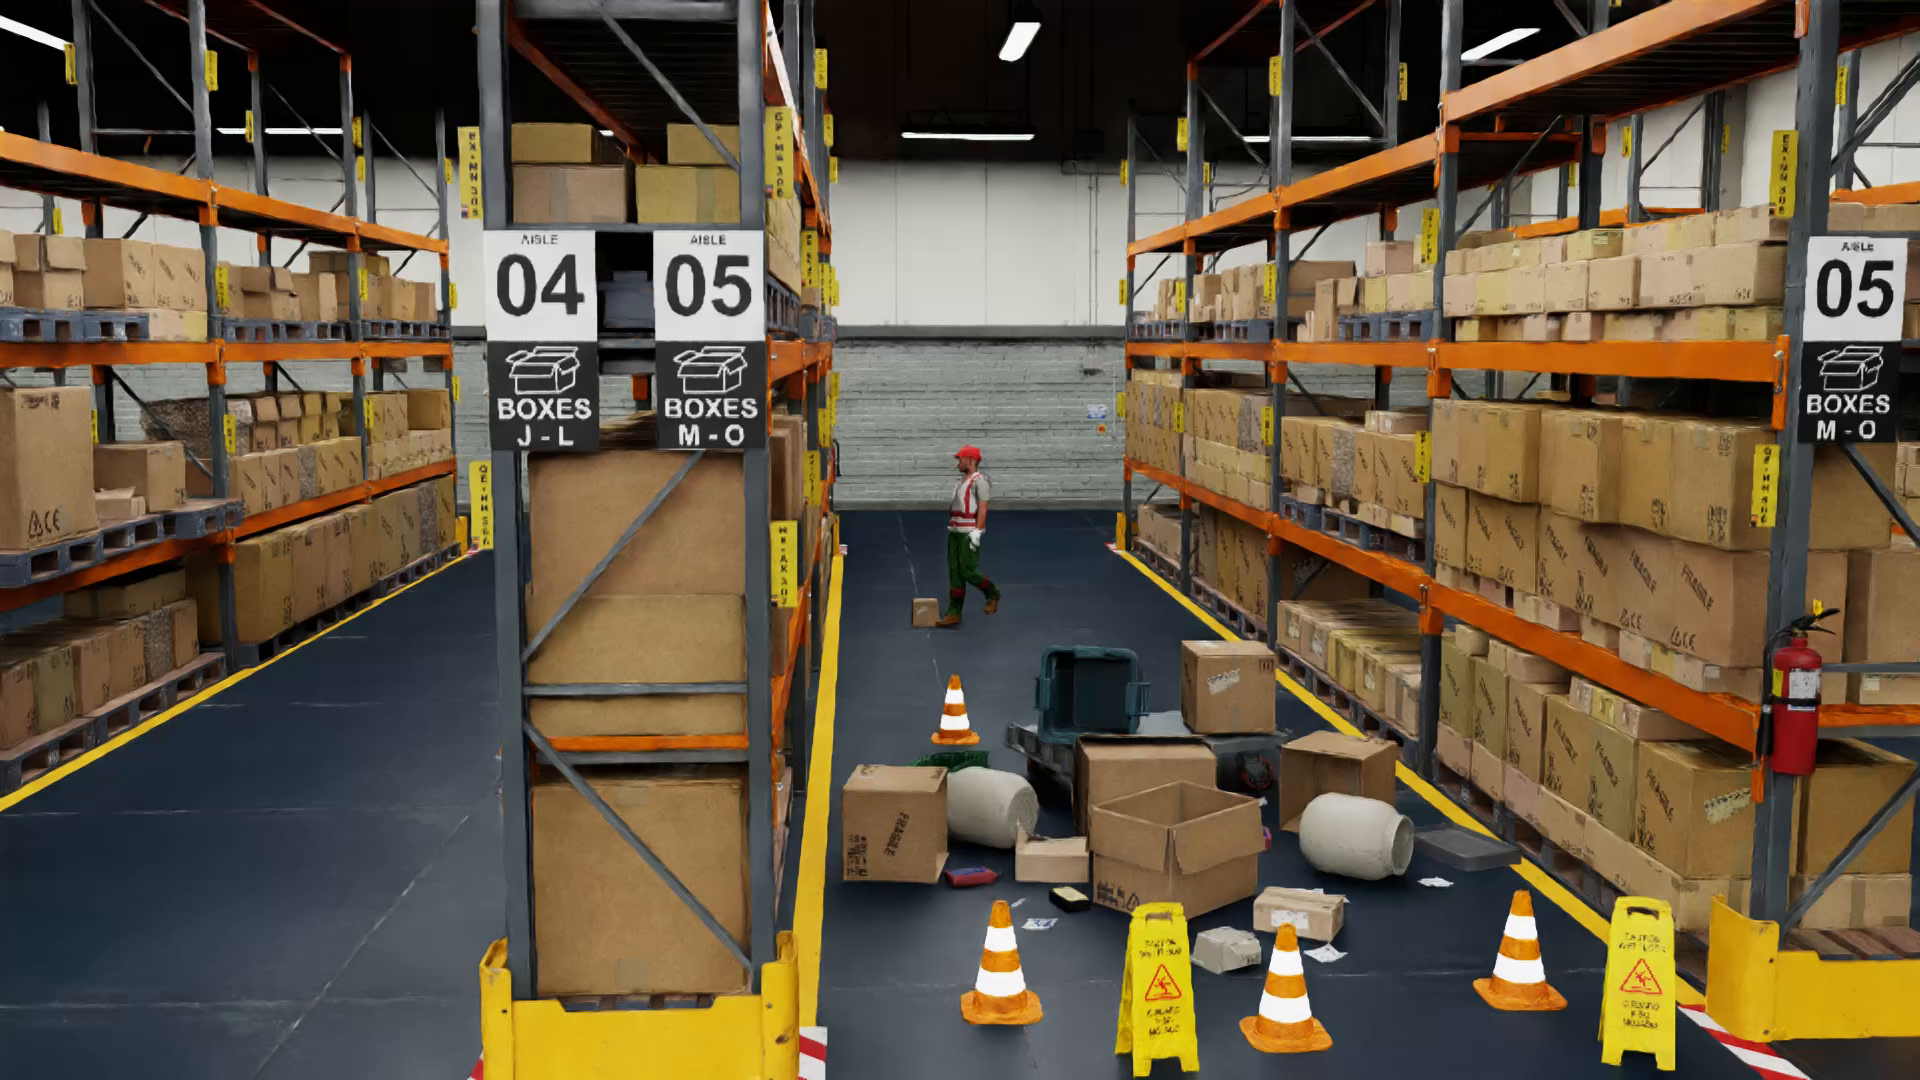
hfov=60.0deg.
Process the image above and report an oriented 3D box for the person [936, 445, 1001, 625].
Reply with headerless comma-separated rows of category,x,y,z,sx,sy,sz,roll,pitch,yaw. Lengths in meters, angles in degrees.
person,0.059,-0.053,16.592,0.710,1.773,0.598,-5,8,-35
